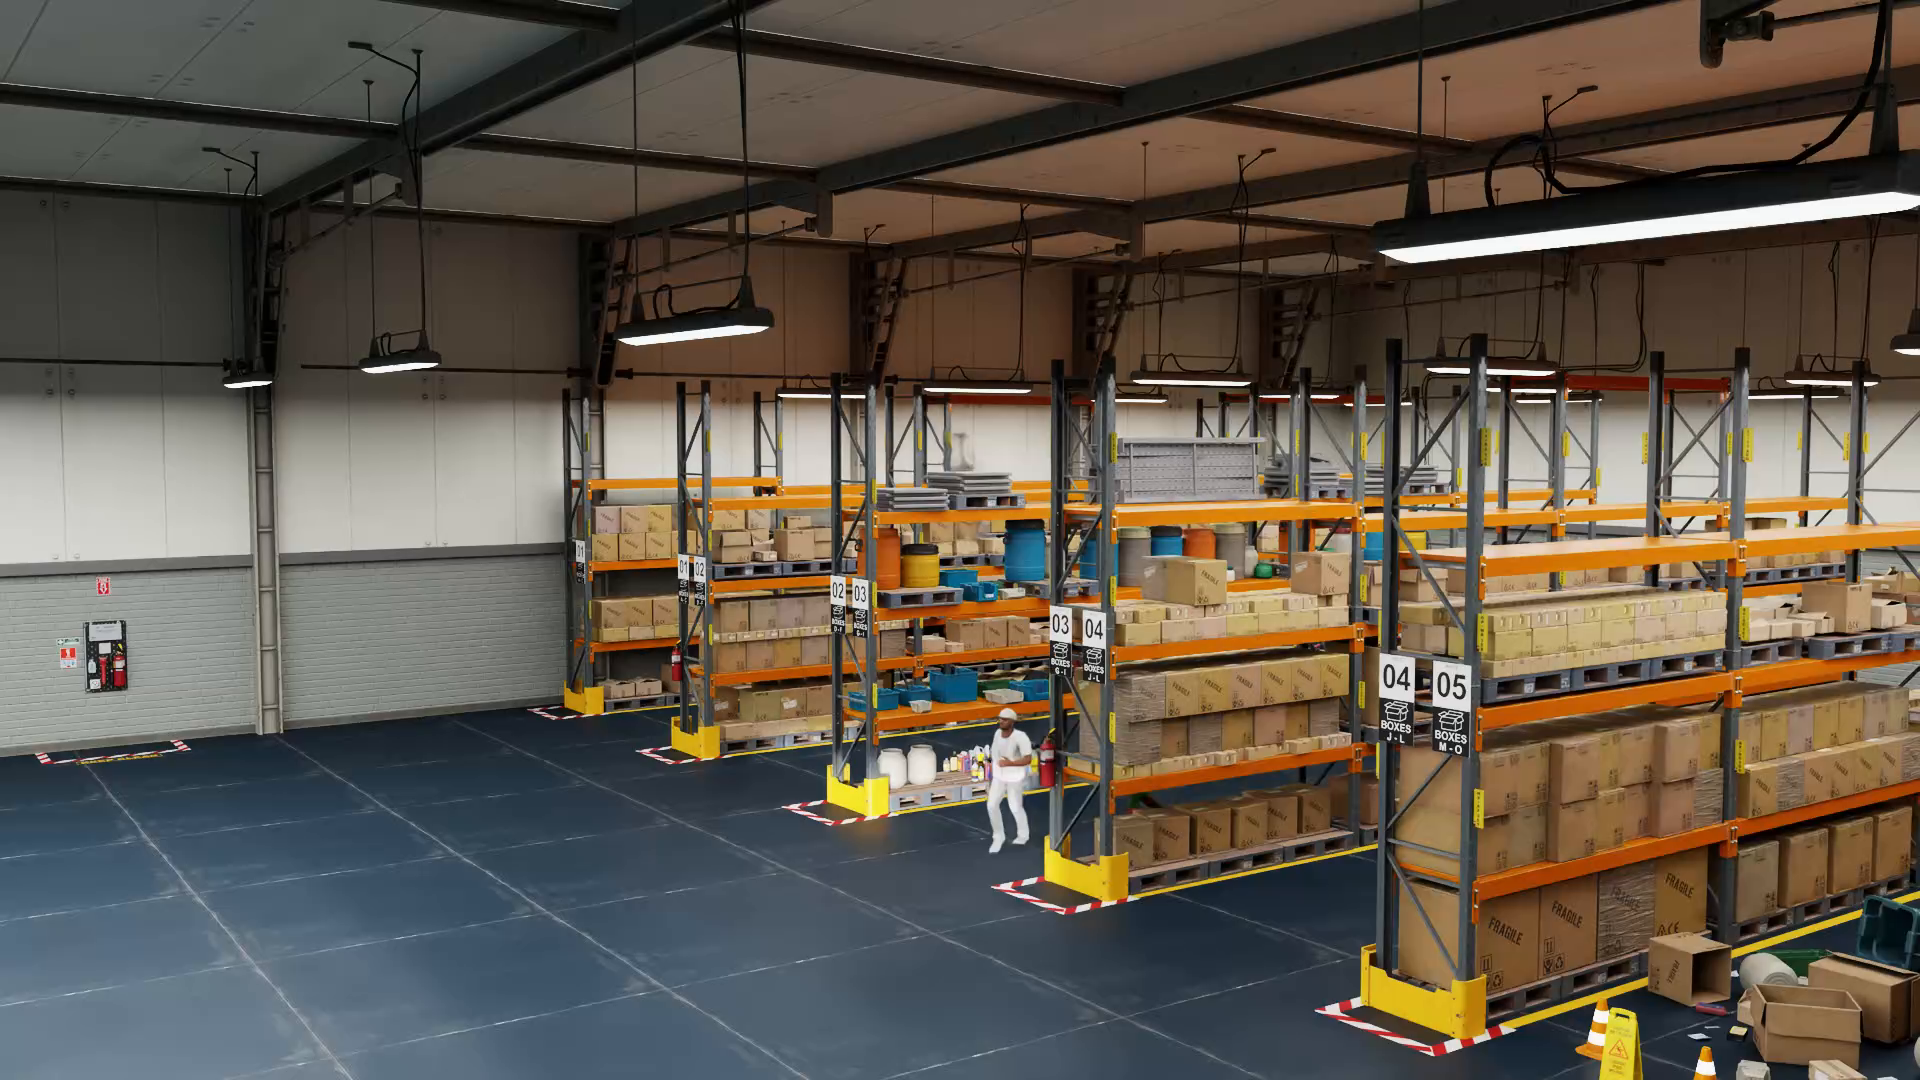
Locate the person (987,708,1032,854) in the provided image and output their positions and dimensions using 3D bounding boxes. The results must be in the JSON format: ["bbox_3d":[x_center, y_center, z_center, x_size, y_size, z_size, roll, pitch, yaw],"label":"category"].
[{"bbox_3d":[0.622,2.967,20.524,0.676,1.805,0.730,3,5,37],"label":"person"}]

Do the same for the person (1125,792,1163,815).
[{"bbox_3d":[2.286,2.884,21.317,1.007,1.778,0.649,-3,5,-39],"label":"person"}]
